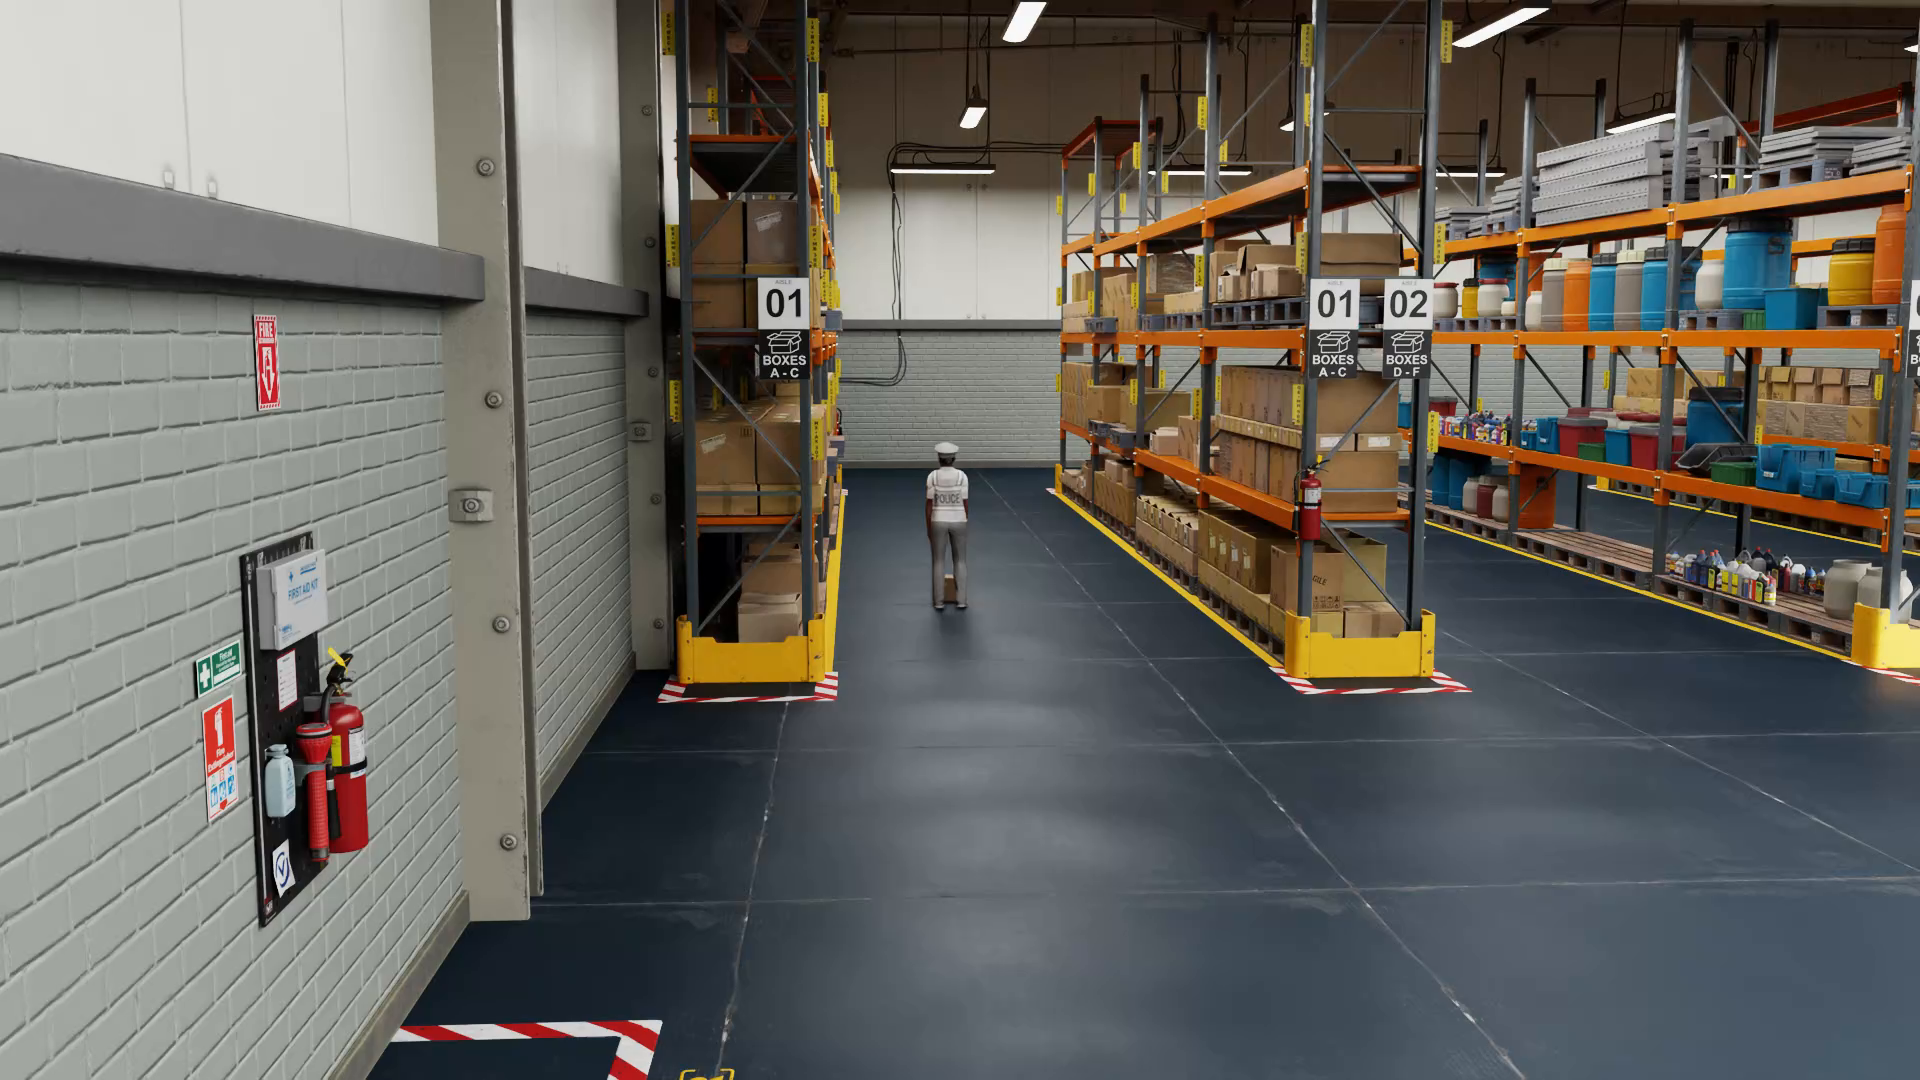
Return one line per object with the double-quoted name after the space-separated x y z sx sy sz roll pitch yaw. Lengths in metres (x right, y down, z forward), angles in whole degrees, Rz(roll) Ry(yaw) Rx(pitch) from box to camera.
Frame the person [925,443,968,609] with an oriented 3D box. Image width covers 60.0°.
-0.133 -0.137 16.861 0.437 1.693 0.338 0 7 -2 "person"
